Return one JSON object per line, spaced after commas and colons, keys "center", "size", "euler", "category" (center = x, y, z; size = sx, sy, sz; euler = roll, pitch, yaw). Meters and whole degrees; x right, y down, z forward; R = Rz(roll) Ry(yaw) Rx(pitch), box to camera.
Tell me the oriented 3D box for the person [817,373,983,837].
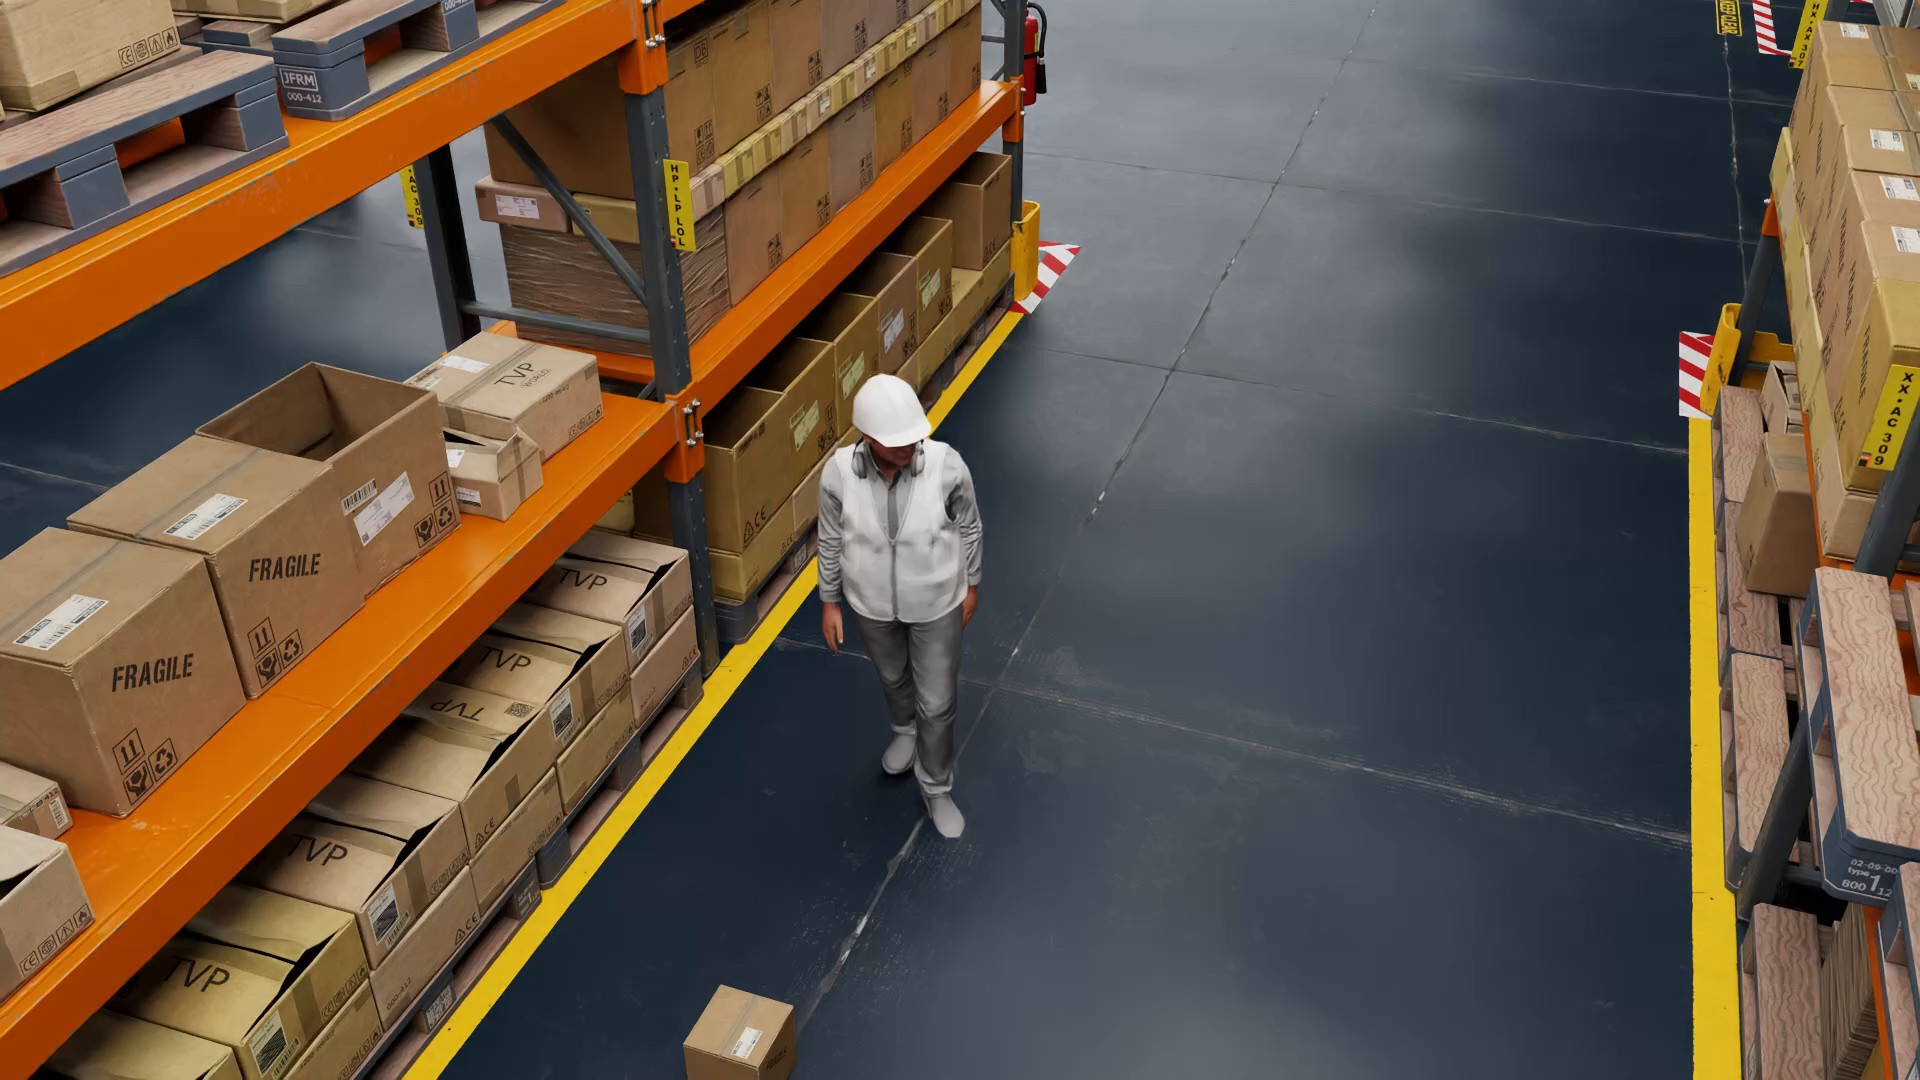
{"center": [-0.204, 0.192, 5.852], "size": [0.551, 1.824, 0.572], "euler": [5, 33, 7], "category": "person"}
